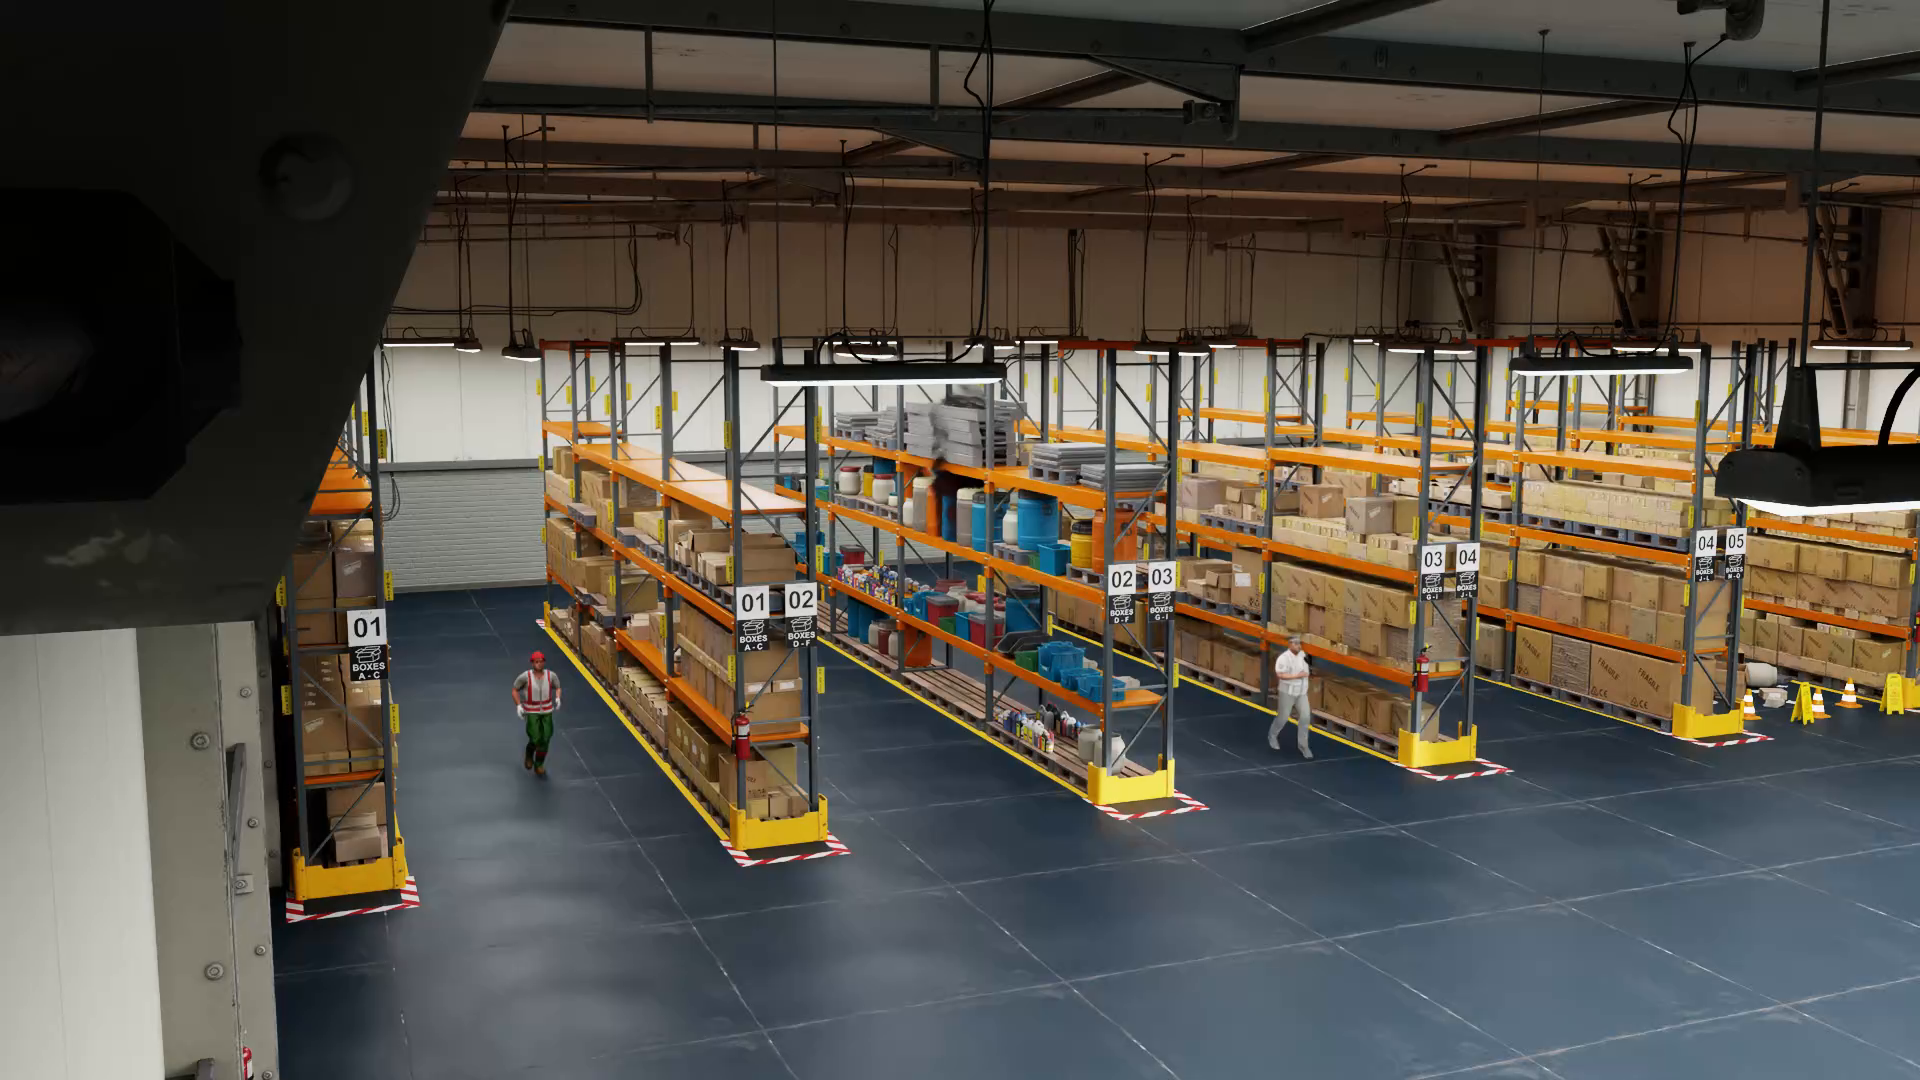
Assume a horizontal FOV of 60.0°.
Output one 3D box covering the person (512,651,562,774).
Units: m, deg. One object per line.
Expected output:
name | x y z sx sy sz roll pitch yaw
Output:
person | -5.901 2.431 23.375 0.668 1.747 0.583 -4 9 -30

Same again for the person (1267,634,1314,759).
person | 4.873 2.269 24.506 0.664 1.840 0.847 -4 8 -26
